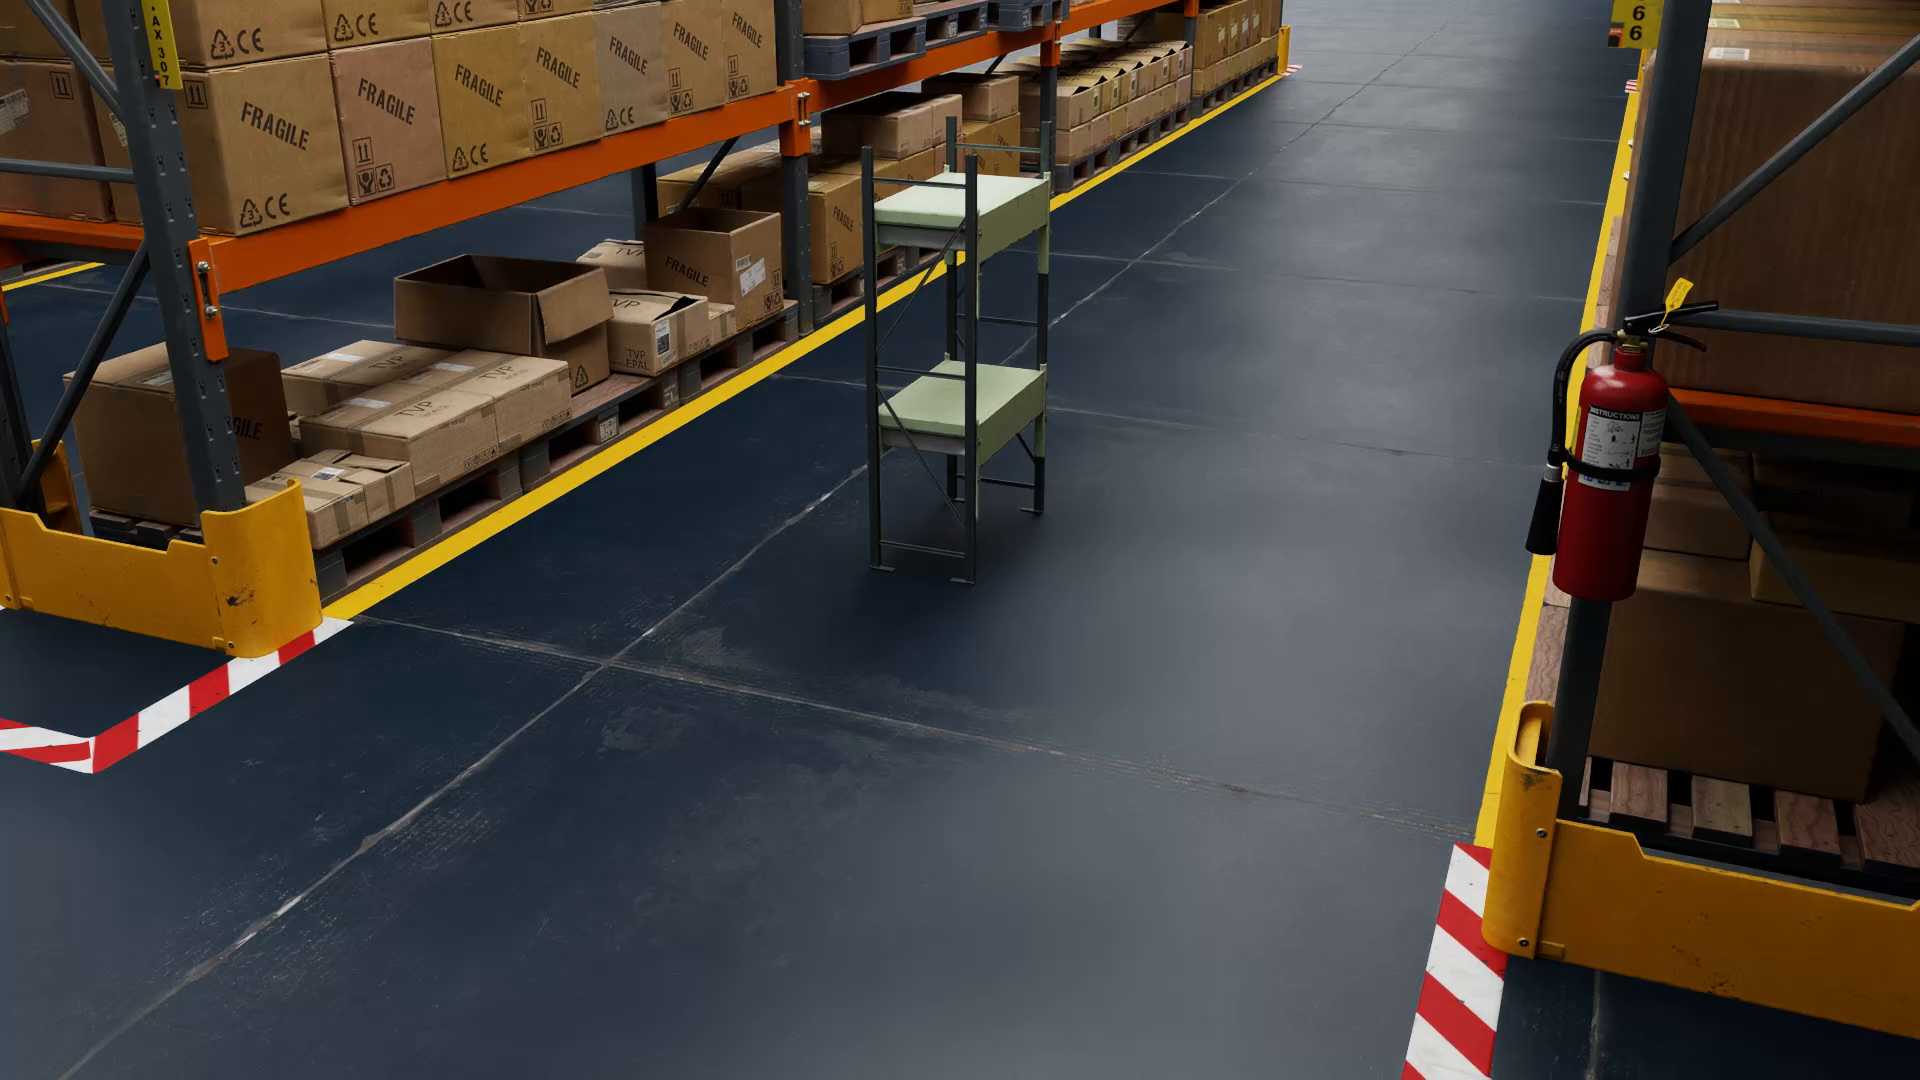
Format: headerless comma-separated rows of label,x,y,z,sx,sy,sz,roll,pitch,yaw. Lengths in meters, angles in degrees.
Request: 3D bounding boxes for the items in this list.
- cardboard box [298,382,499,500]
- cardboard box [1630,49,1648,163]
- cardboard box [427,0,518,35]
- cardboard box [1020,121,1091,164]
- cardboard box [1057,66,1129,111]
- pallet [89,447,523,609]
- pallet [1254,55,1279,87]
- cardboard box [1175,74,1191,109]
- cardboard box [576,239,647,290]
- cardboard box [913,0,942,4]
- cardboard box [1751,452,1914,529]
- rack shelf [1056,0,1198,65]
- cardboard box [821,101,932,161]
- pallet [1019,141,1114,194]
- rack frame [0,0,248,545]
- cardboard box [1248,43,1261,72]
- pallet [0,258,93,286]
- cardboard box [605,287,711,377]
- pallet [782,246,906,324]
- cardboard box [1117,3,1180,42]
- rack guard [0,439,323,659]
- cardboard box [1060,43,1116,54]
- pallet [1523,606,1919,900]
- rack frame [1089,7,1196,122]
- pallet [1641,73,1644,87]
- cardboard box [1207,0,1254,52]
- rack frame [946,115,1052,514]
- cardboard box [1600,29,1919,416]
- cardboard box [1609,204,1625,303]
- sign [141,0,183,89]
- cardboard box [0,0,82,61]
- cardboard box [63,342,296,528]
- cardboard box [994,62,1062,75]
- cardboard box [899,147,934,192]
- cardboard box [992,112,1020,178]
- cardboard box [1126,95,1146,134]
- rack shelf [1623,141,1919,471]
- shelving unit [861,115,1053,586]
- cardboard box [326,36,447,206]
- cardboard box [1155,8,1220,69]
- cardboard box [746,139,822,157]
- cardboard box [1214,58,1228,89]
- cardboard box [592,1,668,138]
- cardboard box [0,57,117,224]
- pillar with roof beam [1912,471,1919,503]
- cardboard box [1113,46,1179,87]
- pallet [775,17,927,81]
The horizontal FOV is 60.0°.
cardboard box,-2.105,-0.381,6.266,0.500,0.250,0.500,9,24,20
cardboard box,2.838,-1.523,5.616,0.980,0.700,0.700,8,24,19
cardboard box,-1.969,-2.109,5.979,0.500,0.500,0.500,9,24,21
cardboard box,0.683,-3.047,12.675,0.500,0.250,0.500,9,24,20
cardboard box,1.062,-3.677,13.456,0.500,0.311,0.500,8,24,19
pallet,-2.432,-0.139,6.310,1.003,0.211,1.213,9,24,20
pallet,2.942,-5.273,18.599,1.003,0.211,1.213,9,24,20
cardboard box,1.817,-4.143,15.299,0.500,0.250,0.500,9,24,20
cardboard box,-1.627,-1.388,8.599,0.500,0.311,0.500,9,24,20
cardboard box,-0.431,-3.675,10.481,0.700,0.500,0.500,14,26,30
cardboard box,2.339,-0.118,4.498,0.380,0.149,0.250,9,24,20
rack shelf,0.959,-4.360,13.730,1.077,0.370,4.000,9,24,20
cardboard box,-0.493,-2.437,9.891,0.500,0.250,0.500,9,24,20
pallet,0.558,-2.979,13.107,1.003,0.211,1.213,9,24,20
rack frame,-2.756,-1.113,5.024,1.000,3.000,0.127,9,24,20
cardboard box,2.904,-5.170,17.758,0.500,0.250,0.500,9,24,20
pallet,-6.105,-1.700,10.046,1.003,0.211,1.213,9,24,20
cardboard box,-1.497,-0.994,7.656,0.500,0.311,0.500,9,24,20
pallet,-1.003,-1.555,9.698,1.003,0.211,1.213,9,24,20
cardboard box,1.867,-5.053,16.506,0.500,0.500,0.500,9,24,20
rack guard,-2.728,0.013,5.571,1.175,0.500,0.348,9,24,20
cardboard box,1.126,-4.301,14.950,0.500,0.311,0.500,8,24,19
pallet,2.069,0.584,4.579,1.003,0.211,1.213,9,24,20
rack frame,1.701,-5.408,15.305,1.000,3.000,0.127,9,24,20
pallet,7.425,-4.532,16.825,1.003,0.211,1.213,9,24,20
cardboard box,2.720,-5.337,17.185,0.500,0.500,0.500,9,24,20
rack frame,0.138,-0.825,6.280,0.400,1.500,0.023,9,24,20
cardboard box,2.025,-0.728,3.712,0.980,0.700,0.700,10,25,22
cardboard box,3.779,-1.609,8.453,0.750,0.750,0.750,10,24,22
sign,-2.252,-1.435,4.671,0.100,0.325,0.005,9,24,20
cardboard box,-2.846,-1.820,5.288,0.500,0.500,0.500,9,24,20
cardboard box,-2.783,-0.393,5.971,0.500,0.500,0.500,9,24,20
cardboard box,0.559,-3.750,13.631,0.500,0.311,0.500,9,24,20
cardboard box,-0.484,-2.103,10.065,0.500,0.500,0.500,9,24,21
cardboard box,0.086,-2.658,11.393,0.500,0.500,0.500,10,25,22
cardboard box,1.247,-3.597,13.992,0.500,0.250,0.500,9,24,21
rack shelf,2.588,-0.789,5.181,1.077,0.370,4.000,9,24,20
shelving unit,0.002,-0.694,5.967,0.431,1.500,0.755,9,24,20
cardboard box,-2.160,-1.466,5.738,0.500,0.500,0.500,9,24,20
cardboard box,2.164,-4.800,15.899,0.500,0.500,0.500,9,24,20
cardboard box,-0.975,-2.167,10.219,0.500,0.500,0.500,9,24,21
cardboard box,2.346,-4.633,16.474,0.500,0.250,0.500,9,24,20
cardboard box,-1.596,-2.007,7.032,0.500,0.500,0.500,9,24,21
cardboard box,-2.842,-1.359,5.482,0.500,0.500,0.500,10,25,22
pillar with roof beam,-0.123,-4.847,6.179,9.100,9.000,0.400,9,24,20
cardboard box,1.630,-4.218,14.752,0.500,0.311,0.500,9,24,22
pallet,-0.872,-2.727,9.135,1.003,0.211,1.213,9,24,20
